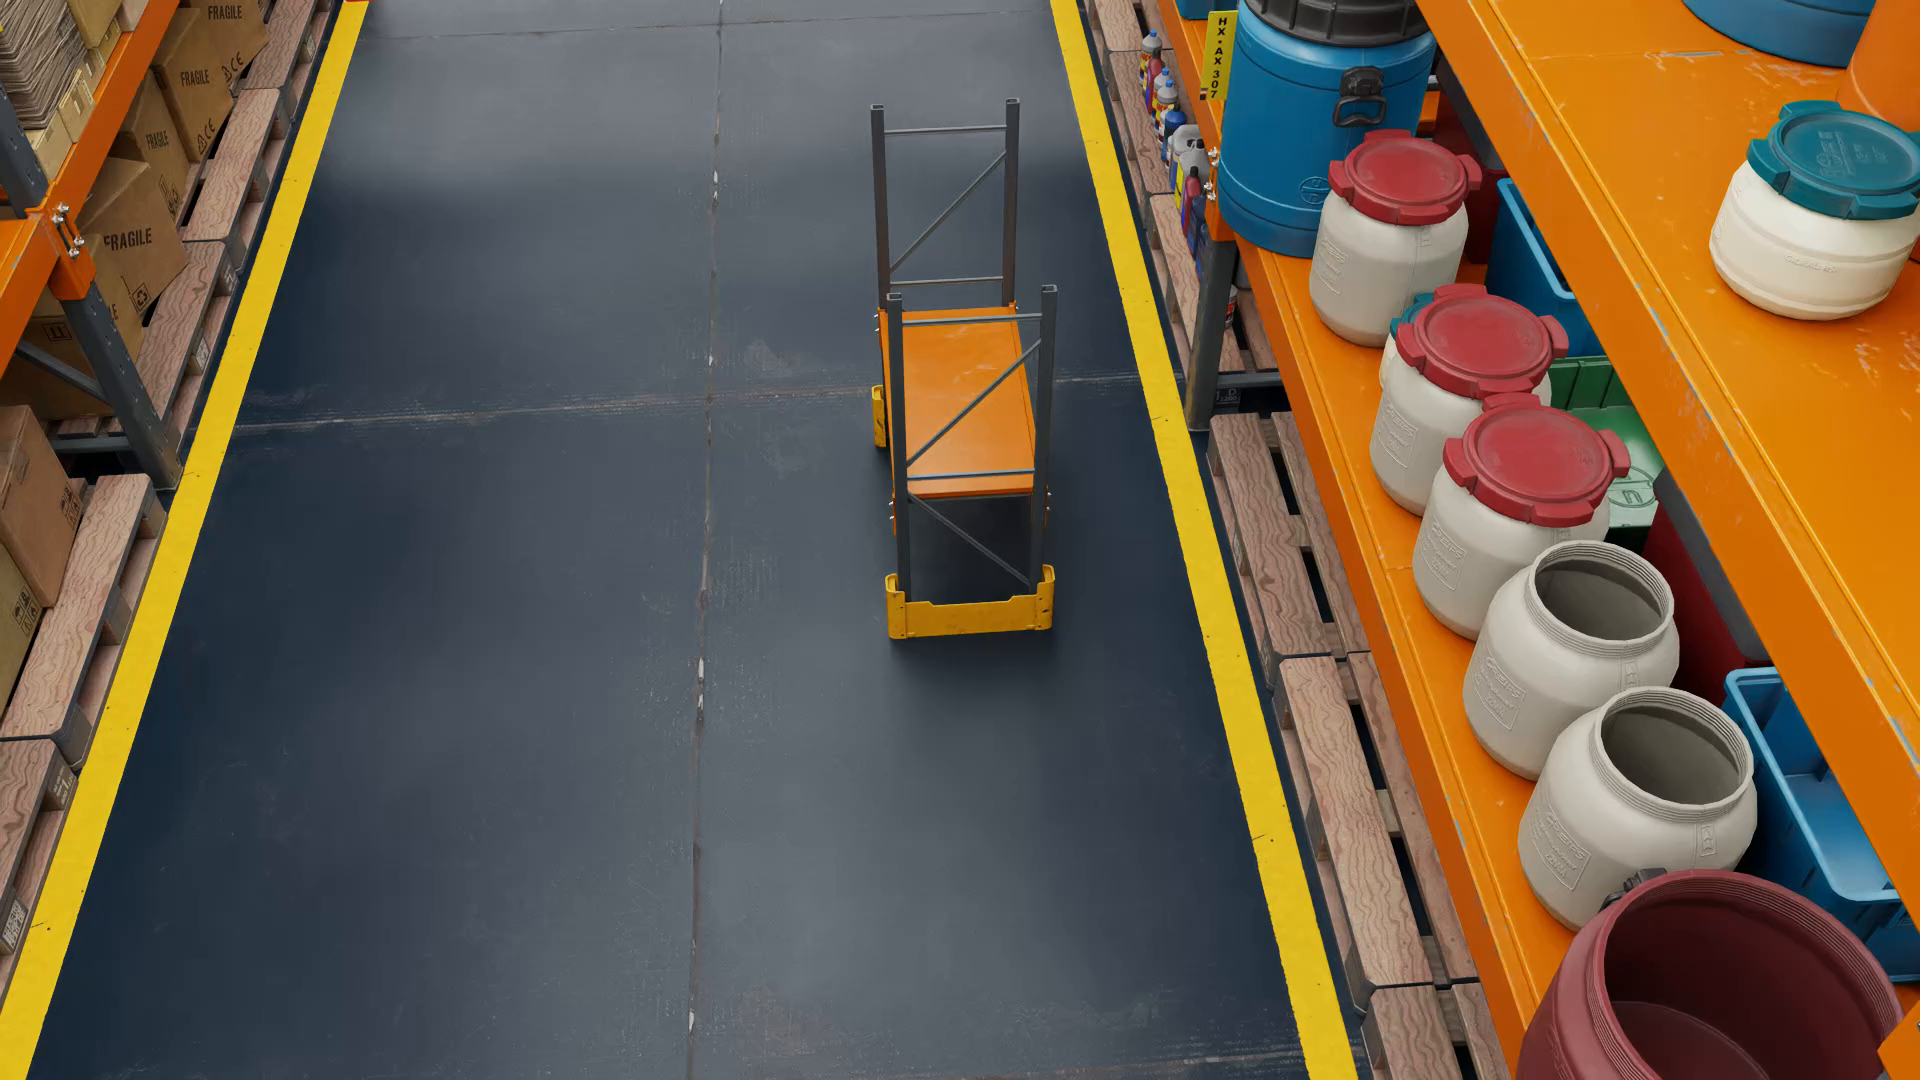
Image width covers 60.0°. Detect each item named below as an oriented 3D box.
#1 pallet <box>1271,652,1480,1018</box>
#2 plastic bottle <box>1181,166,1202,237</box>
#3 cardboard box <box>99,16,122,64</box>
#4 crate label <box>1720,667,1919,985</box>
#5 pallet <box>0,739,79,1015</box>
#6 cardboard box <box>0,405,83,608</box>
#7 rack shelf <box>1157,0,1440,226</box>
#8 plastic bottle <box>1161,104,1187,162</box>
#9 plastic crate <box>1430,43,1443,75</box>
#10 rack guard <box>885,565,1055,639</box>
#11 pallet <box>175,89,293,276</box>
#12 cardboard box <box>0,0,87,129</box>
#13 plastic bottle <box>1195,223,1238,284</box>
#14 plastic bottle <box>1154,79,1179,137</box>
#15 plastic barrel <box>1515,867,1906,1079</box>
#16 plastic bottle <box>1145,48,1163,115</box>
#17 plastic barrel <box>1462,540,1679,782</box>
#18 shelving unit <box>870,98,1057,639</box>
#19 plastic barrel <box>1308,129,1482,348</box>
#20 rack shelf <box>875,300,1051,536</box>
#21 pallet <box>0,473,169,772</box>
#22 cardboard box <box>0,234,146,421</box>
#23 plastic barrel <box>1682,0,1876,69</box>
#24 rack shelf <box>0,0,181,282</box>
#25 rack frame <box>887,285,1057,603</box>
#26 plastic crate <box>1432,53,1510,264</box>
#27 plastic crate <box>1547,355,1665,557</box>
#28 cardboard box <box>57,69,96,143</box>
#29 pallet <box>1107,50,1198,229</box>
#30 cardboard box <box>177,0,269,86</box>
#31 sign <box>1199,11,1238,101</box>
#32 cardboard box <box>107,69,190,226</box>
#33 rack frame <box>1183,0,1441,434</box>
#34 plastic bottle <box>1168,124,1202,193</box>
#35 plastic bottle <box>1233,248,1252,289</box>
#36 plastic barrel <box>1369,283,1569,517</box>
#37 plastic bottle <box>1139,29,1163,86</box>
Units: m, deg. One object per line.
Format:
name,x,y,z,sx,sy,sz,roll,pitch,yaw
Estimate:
pallet,1.617,0.877,5.274,1.003,0.211,1.213,-3,47,-3
plastic bottle,0.995,-1.452,7.127,0.061,0.283,0.133,-1,47,-1
cardboard box,-3.334,-1.860,6.119,0.380,0.149,0.250,-3,47,-3
crate label,1.928,0.614,3.578,0.502,0.435,0.616,-3,47,-3
pallet,-3.357,1.175,4.991,1.003,0.211,1.213,-3,47,-3
cardboard box,-3.499,-0.078,5.676,0.700,0.500,0.500,-7,47,-6
rack shelf,1.240,-2.732,7.267,1.077,0.370,4.000,-3,47,-3
plastic bottle,0.967,-1.842,7.505,0.097,0.271,0.097,0,47,0
plastic crate,1.490,-1.898,6.024,0.767,0.338,0.504,-3,47,-3
rack guard,0.035,0.219,5.870,0.587,0.250,0.087,-3,47,-3
pallet,-3.725,-1.641,7.659,1.003,0.211,1.213,-3,47,-3
cardboard box,-3.505,-1.697,5.518,0.875,0.500,0.500,-3,47,-3
plastic bottle,1.066,-1.221,6.862,0.144,0.351,0.185,-5,47,-4
plastic bottle,0.950,-1.988,7.643,0.097,0.271,0.097,0,47,0
plastic barrel,1.401,0.998,3.146,0.600,0.536,0.708,-3,47,-3
plastic bottle,0.914,-2.148,7.786,0.061,0.283,0.133,-3,47,-3
plastic barrel,1.408,0.287,3.835,0.421,0.512,0.421,0,47,0
shelving unit,-0.006,-0.571,5.758,0.587,1.500,1.083,-3,47,-3
plastic barrel,1.268,-0.874,4.918,0.433,0.535,0.433,0,47,0
rack shelf,-0.007,-0.454,5.895,0.538,0.185,1.000,-3,47,-3
pallet,-3.462,0.291,5.829,1.003,0.211,1.213,-3,47,-3
cardboard box,-3.522,-0.808,6.382,0.500,0.500,0.500,-5,47,-5
plastic barrel,1.775,-1.435,3.132,0.600,0.901,0.708,-3,47,-3
rack shelf,-3.696,-2.431,6.982,1.077,0.370,4.000,-3,47,-3
rack frame,0.035,-0.210,5.416,0.500,1.500,0.032,-3,47,-3
plastic crate,1.752,-1.223,5.298,0.402,0.464,0.583,-3,47,-3
plastic crate,1.834,-0.217,4.535,0.450,0.188,0.662,-3,47,-3
cardboard box,-3.255,-1.500,5.778,0.380,0.149,0.250,-3,47,-3
pallet,1.287,-1.947,7.948,1.003,0.211,1.213,-3,47,-3
cardboard box,-3.744,-2.527,8.010,0.500,0.500,0.500,8,47,7
sign,0.858,-1.602,5.511,0.100,0.325,0.005,-3,47,-3
cardboard box,-3.708,-1.666,7.195,0.500,0.500,0.500,-7,47,-7
rack frame,1.407,-1.532,5.635,1.000,3.000,0.127,-3,47,-3
plastic bottle,1.013,-1.686,7.354,0.152,0.276,0.135,-3,47,-3
plastic bottle,1.209,-1.230,6.870,0.144,0.351,0.185,-3,47,-3
plastic barrel,1.330,-0.343,4.415,0.433,0.535,0.433,0,47,0
plastic bottle,0.913,-2.309,7.947,0.097,0.271,0.097,0,47,0
